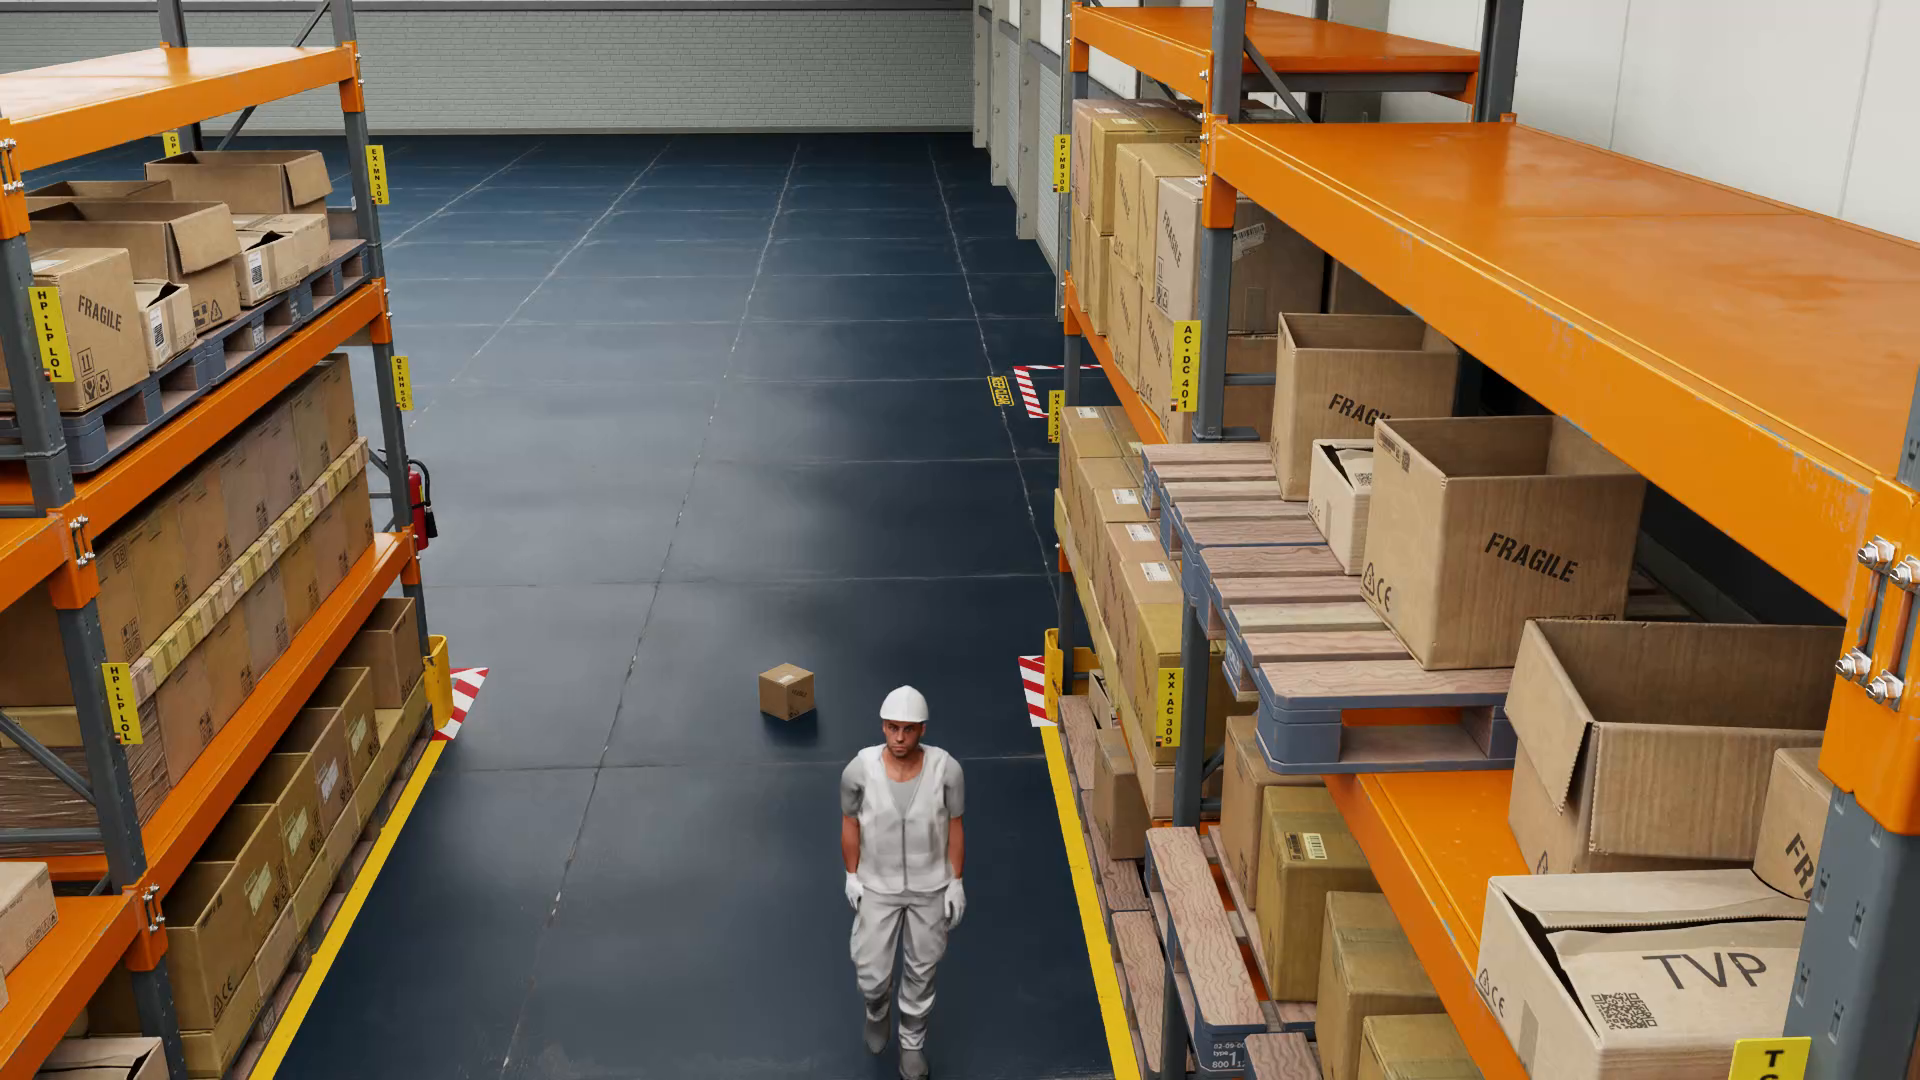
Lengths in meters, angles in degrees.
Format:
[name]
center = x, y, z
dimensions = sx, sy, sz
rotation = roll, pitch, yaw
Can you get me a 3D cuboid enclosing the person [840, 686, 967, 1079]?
[person]
center = -0.233, 1.457, 7.004
dimensions = 0.525, 1.781, 0.474
rotation = -1, 20, -4
